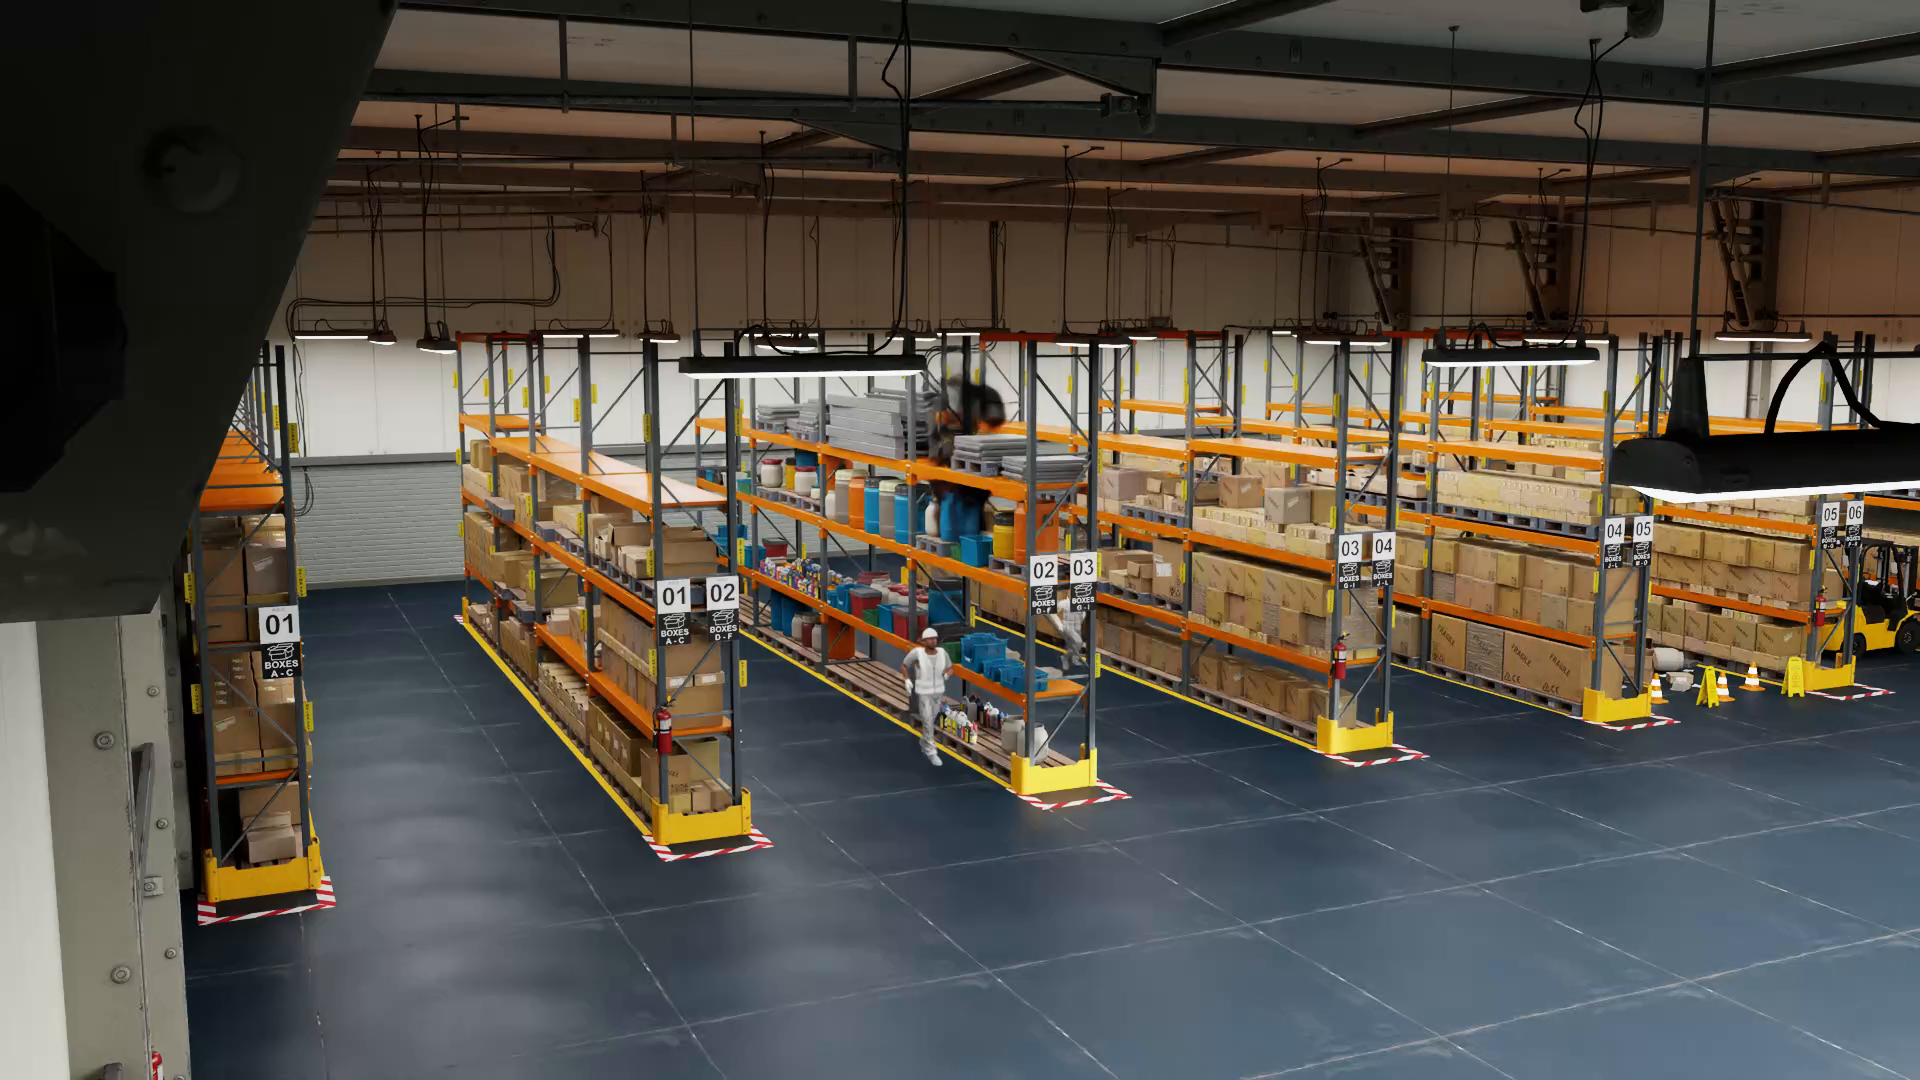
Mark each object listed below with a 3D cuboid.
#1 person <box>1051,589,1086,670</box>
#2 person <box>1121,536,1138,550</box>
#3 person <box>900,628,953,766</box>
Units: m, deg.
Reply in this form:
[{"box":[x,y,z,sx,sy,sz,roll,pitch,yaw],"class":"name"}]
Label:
[{"box":[1.942,1.544,29.082,0.624,1.596,0.903,-4,9,-26],"class":"person"},{"box":[4.321,-0.168,42.231,0.624,1.630,0.555,-4,8,-25],"class":"person"},{"box":[-0.399,2.106,22.597,0.685,1.840,0.860,-4,9,-27],"class":"person"}]
